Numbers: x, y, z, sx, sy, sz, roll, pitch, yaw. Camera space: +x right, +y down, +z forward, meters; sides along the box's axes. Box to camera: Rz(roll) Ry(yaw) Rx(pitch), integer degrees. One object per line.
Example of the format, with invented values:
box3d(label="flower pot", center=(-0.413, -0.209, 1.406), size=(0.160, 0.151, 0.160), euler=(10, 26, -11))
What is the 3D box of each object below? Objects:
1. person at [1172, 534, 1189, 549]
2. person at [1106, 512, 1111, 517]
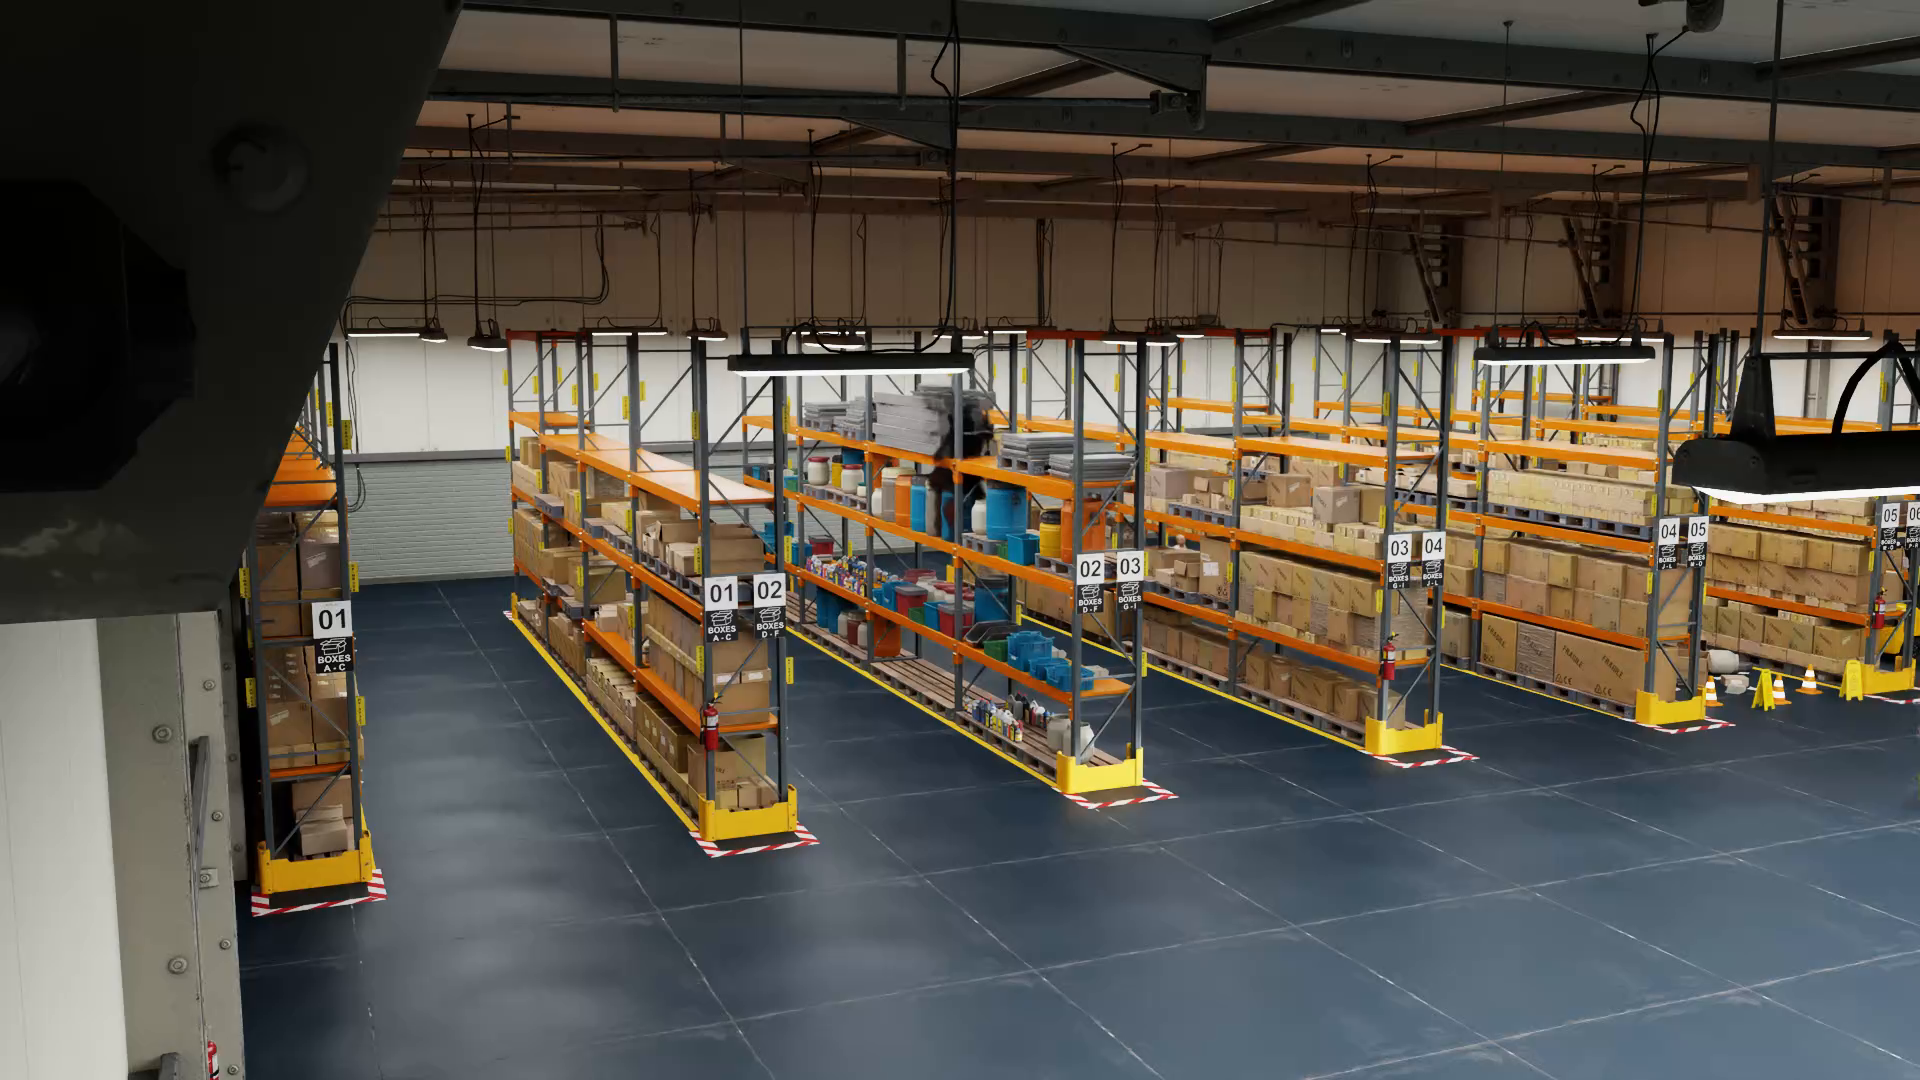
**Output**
box3d(label="person", center=(4.612, 0.738, 34.887), size=(0.709, 1.733, 0.638), euler=(-6, 10, -37))
box3d(label="person", center=(3.454, -0.064, 40.919), size=(0.892, 1.713, 0.683), euler=(-5, 9, -32))
